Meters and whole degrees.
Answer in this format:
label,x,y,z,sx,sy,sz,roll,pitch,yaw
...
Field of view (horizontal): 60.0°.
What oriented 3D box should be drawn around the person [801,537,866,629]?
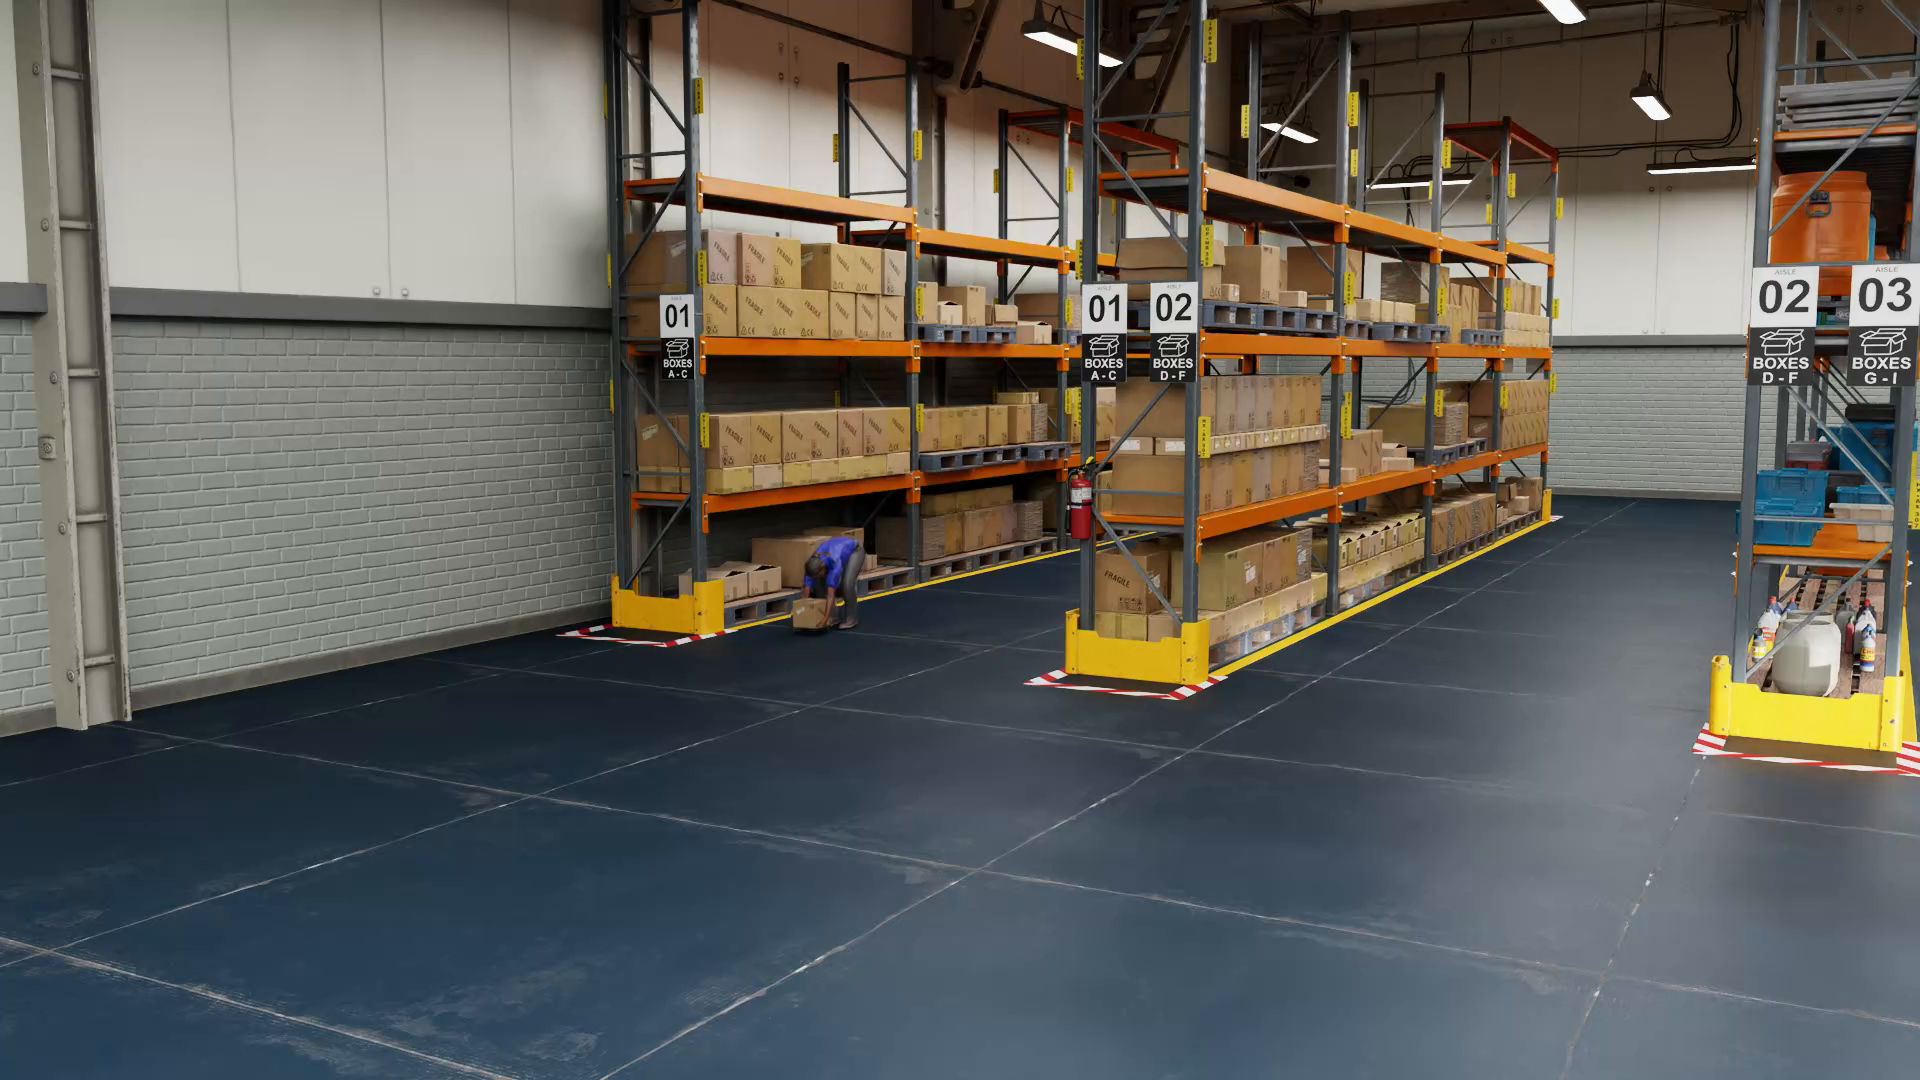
label,x,y,z,sx,sy,sz,roll,pitch,yaw
person,-1.237,0.426,16.087,0.443,0.876,0.883,3,7,26
